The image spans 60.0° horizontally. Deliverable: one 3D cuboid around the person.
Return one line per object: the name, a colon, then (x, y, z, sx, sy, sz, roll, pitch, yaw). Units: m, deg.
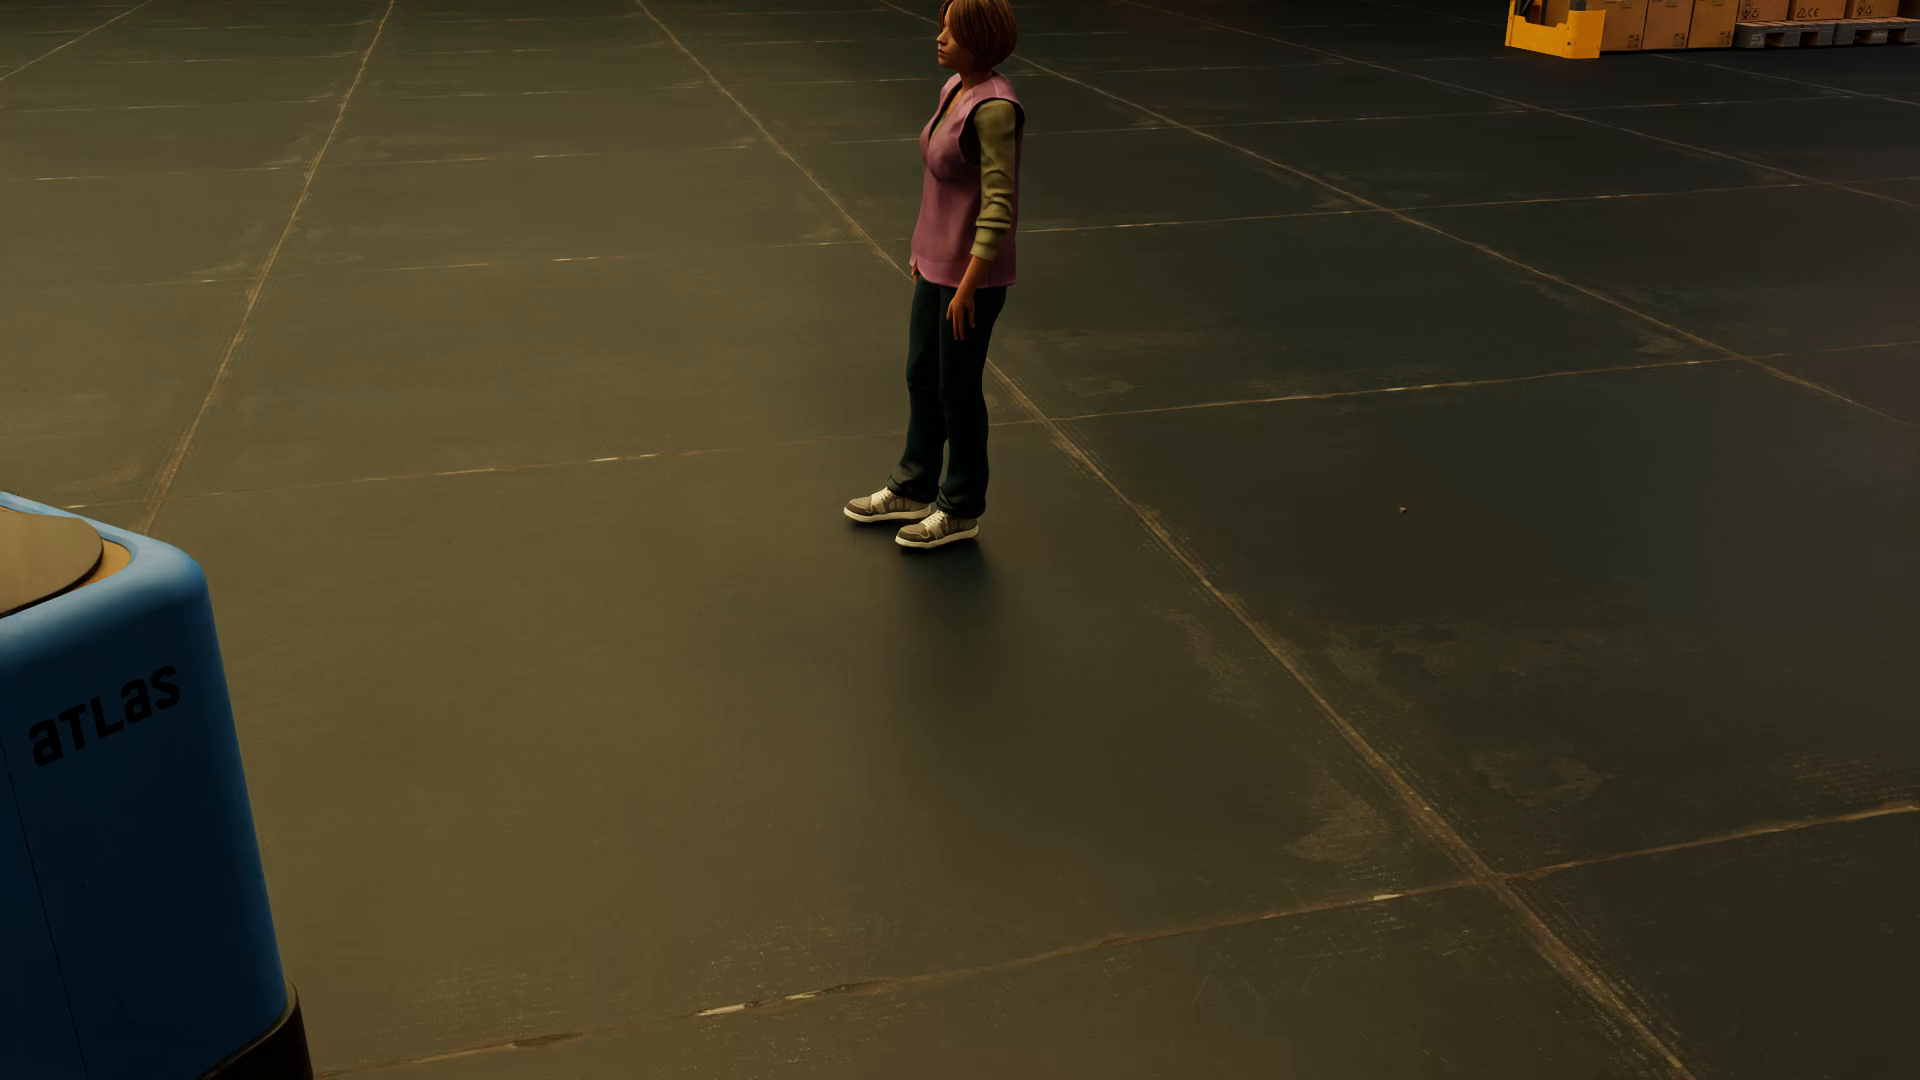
person: (-0.075, -0.739, 4.732, 0.476, 1.597, 0.520, -6, 24, -14)
